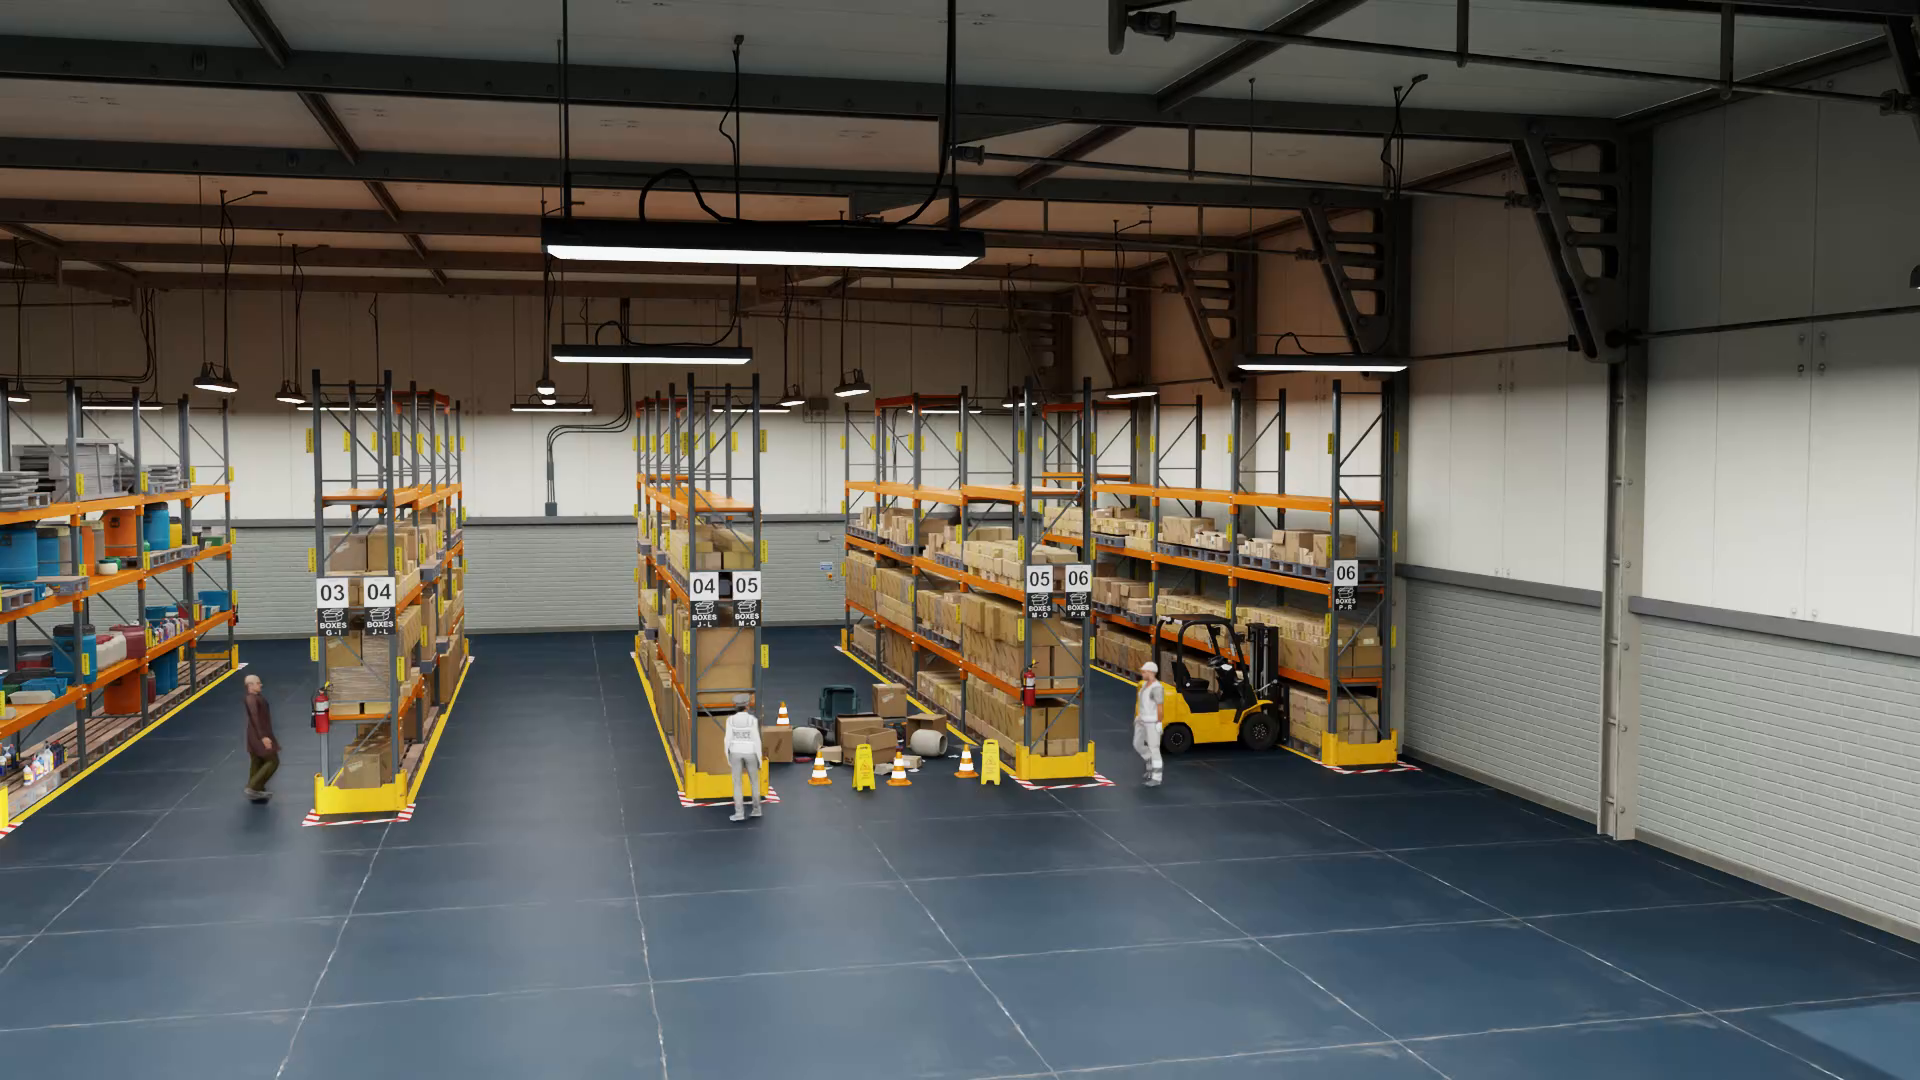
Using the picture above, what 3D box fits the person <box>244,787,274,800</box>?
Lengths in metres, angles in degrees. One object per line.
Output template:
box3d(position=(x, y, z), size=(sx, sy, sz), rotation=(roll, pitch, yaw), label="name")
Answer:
box3d(position=(-9.832, 3.522, 23.312), size=(0.508, 0.270, 0.383), rotation=(-3, 4, -42), label="person")

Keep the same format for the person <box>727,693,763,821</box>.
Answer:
box3d(position=(-2.869, 2.876, 22.171), size=(0.480, 1.700, 0.497), rotation=(0, 3, -3), label="person")

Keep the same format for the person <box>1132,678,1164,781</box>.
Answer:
box3d(position=(2.805, 2.769, 24.434), size=(0.392, 1.494, 0.565), rotation=(-1, 4, -21), label="person")
